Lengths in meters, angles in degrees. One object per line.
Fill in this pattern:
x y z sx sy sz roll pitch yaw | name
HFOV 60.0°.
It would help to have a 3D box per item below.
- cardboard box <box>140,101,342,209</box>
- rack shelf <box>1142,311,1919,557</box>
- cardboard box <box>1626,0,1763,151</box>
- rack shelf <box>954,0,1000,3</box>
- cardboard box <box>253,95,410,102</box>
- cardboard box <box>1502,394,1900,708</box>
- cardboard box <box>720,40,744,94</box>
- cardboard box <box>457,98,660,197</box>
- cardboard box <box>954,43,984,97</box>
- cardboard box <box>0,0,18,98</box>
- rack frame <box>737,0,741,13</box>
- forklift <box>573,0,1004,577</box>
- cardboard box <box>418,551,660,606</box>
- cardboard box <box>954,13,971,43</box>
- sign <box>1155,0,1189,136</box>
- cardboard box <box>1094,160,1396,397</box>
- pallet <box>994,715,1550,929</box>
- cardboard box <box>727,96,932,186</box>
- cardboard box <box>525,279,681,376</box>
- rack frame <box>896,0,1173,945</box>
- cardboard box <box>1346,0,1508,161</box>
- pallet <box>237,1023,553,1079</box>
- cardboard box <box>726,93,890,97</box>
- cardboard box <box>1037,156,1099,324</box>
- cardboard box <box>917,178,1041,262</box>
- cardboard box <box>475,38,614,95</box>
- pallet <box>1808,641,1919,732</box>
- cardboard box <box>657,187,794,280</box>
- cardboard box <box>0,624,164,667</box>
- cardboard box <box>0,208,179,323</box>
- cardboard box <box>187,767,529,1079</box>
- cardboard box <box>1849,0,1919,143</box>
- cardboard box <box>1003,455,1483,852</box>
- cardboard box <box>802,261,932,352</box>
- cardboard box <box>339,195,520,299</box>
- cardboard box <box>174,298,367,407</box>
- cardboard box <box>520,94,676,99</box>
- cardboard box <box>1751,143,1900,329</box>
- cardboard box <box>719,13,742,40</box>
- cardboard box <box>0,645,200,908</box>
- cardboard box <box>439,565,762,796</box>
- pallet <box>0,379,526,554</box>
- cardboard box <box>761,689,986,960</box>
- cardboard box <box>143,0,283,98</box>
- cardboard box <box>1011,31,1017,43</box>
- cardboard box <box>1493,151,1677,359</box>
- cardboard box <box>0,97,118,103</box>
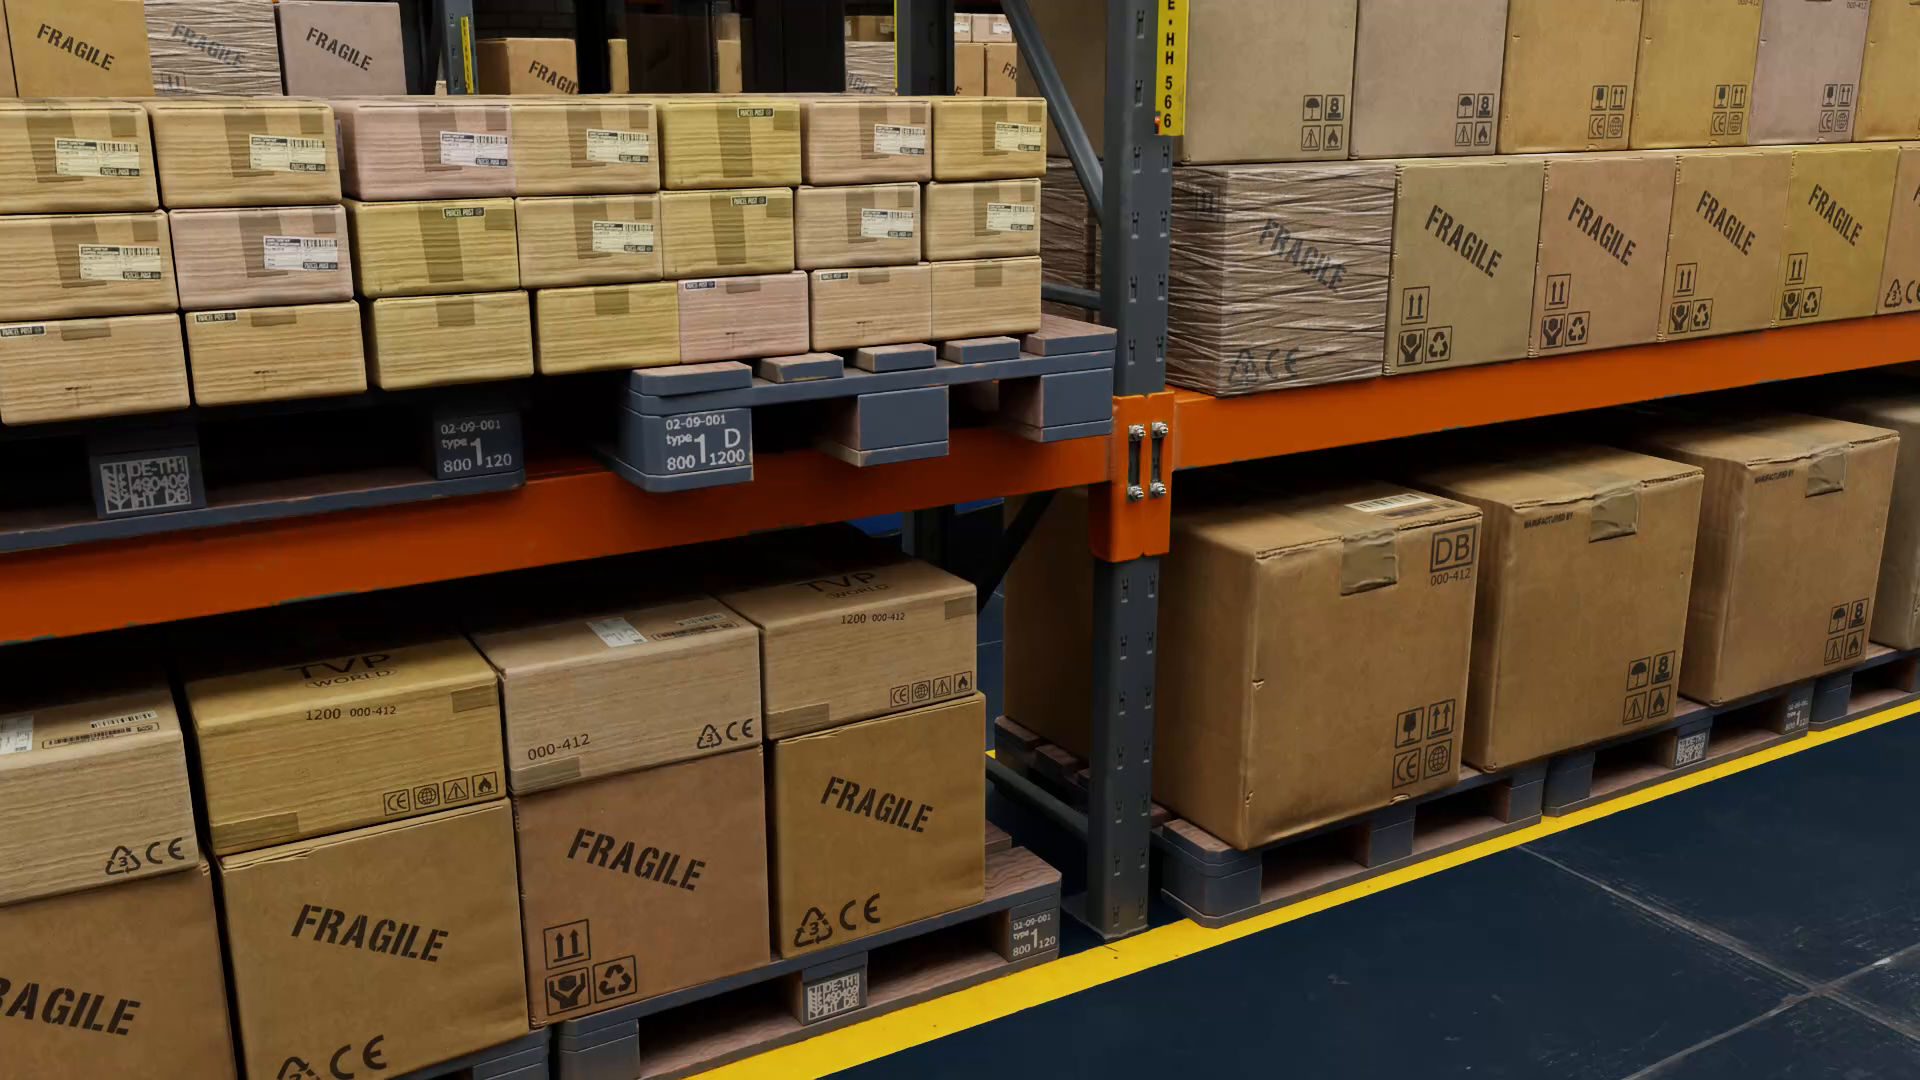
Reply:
-1.148 -0.617 2.640 0.250 0.149 0.380 -8 18 -27 | cardboard box
1.860 -0.535 5.093 4.000 0.370 1.077 -9 18 -30 | rack shelf
1.845 -1.406 4.832 0.500 0.500 0.700 -9 18 -30 | cardboard box
0.093 -4.814 14.802 4.000 0.370 1.077 -9 18 -30 | rack shelf
-1.250 -0.806 3.312 0.250 0.149 0.380 -8 18 -27 | cardboard box
2.260 -0.038 5.377 0.750 0.750 1.050 -9 18 -30 | cardboard box
-1.091 -2.286 8.495 0.500 0.500 0.500 -9 18 -29 | cardboard box
-0.707 -0.688 2.892 0.250 0.149 0.380 -9 18 -28 | cardboard box
-0.209 -2.427 8.997 0.500 0.500 0.500 -9 18 -28 | cardboard box
-4.101 -1.922 6.672 0.500 0.500 0.500 -10 18 -31 | cardboard box
-1.621 -3.438 14.118 0.127 3.000 1.000 -9 18 -30 | rack frame
-1.195 -1.092 5.877 1.130 2.935 3.031 15 22 43 | forklift
-1.005 0.148 3.790 0.500 0.250 0.500 -9 18 -30 | cardboard box
-0.148 -2.738 8.902 0.250 0.149 0.380 -10 19 -32 | cardboard box
0.433 -0.998 3.415 0.005 0.325 0.100 -9 18 -30 | sign
0.669 -0.651 3.990 0.500 0.500 0.500 -9 18 -29 | cardboard box
0.860 0.647 4.709 1.213 0.211 1.003 -9 18 -30 | pallet
-0.255 -0.762 3.157 0.250 0.149 0.380 -9 18 -30 | cardboard box
-0.690 -0.406 2.987 0.250 0.149 0.380 -9 18 -30 | cardboard box
0.145 -0.603 4.004 0.127 3.000 1.000 -9 18 -30 | rack frame
0.968 -1.263 4.322 0.500 0.500 0.700 -10 18 -31 | cardboard box
-1.570 1.016 3.393 1.213 0.211 1.003 -9 18 -30 | pallet
-0.354 -0.951 3.830 0.250 0.149 0.380 -9 18 -30 | cardboard box
0.393 -0.776 4.436 0.500 0.500 0.500 -9 18 -30 | cardboard box
-0.044 -0.654 3.320 0.250 0.149 0.380 -9 18 -29 | cardboard box
-1.986 -2.137 7.961 0.500 0.500 0.500 -10 18 -31 | cardboard box
2.952 0.308 5.919 1.213 0.211 1.003 -9 18 -30 | pallet
-0.496 -0.579 3.054 0.250 0.149 0.380 -9 18 -28 | cardboard box
-1.882 0.286 3.296 0.500 0.250 0.500 -10 19 -32 | cardboard box
-1.369 -0.438 2.551 0.250 0.149 0.380 -10 18 -31 | cardboard box
-1.176 0.699 3.213 0.500 0.500 0.500 -10 19 -32 | cardboard box
2.712 -1.546 5.331 0.500 0.500 0.700 -10 18 -31 | cardboard box
0.714 0.214 4.479 0.750 0.750 1.050 -9 18 -30 | cardboard box
-0.254 -0.475 3.236 0.250 0.149 0.380 -9 18 -30 | cardboard box
-0.925 -0.510 2.809 0.250 0.149 0.380 -9 18 -30 | cardboard box
-1.143 -0.332 2.726 0.250 0.149 0.380 -9 18 -28 | cardboard box
-0.792 -0.880 3.578 0.250 0.149 0.380 -9 18 -30 | cardboard box
2.398 -0.932 4.994 0.500 0.500 0.500 -9 18 -29 | cardboard box
-1.233 -2.733 8.886 0.250 0.149 0.380 -10 19 -32 | cardboard box
-1.619 0.407 2.864 0.500 0.250 0.500 -8 18 -28 | cardboard box
-0.733 0.266 3.369 0.500 0.250 0.500 -9 18 -29 | cardboard box
-1.530 -0.226 3.015 1.213 0.211 1.003 -9 18 -30 | pallet
-0.284 0.550 3.743 0.500 0.500 0.500 -9 18 -30 | cardboard box
-3.235 -2.058 7.158 0.500 0.500 0.500 -9 18 -29 | cardboard box
0.353 -3.013 9.884 0.250 0.149 0.380 -9 18 -30 | cardboard box
1.536 -0.793 4.495 0.500 0.500 0.500 -9 18 -30 | cardboard box
-1.692 -0.735 3.058 0.250 0.149 0.380 -10 18 -30 | cardboard box
